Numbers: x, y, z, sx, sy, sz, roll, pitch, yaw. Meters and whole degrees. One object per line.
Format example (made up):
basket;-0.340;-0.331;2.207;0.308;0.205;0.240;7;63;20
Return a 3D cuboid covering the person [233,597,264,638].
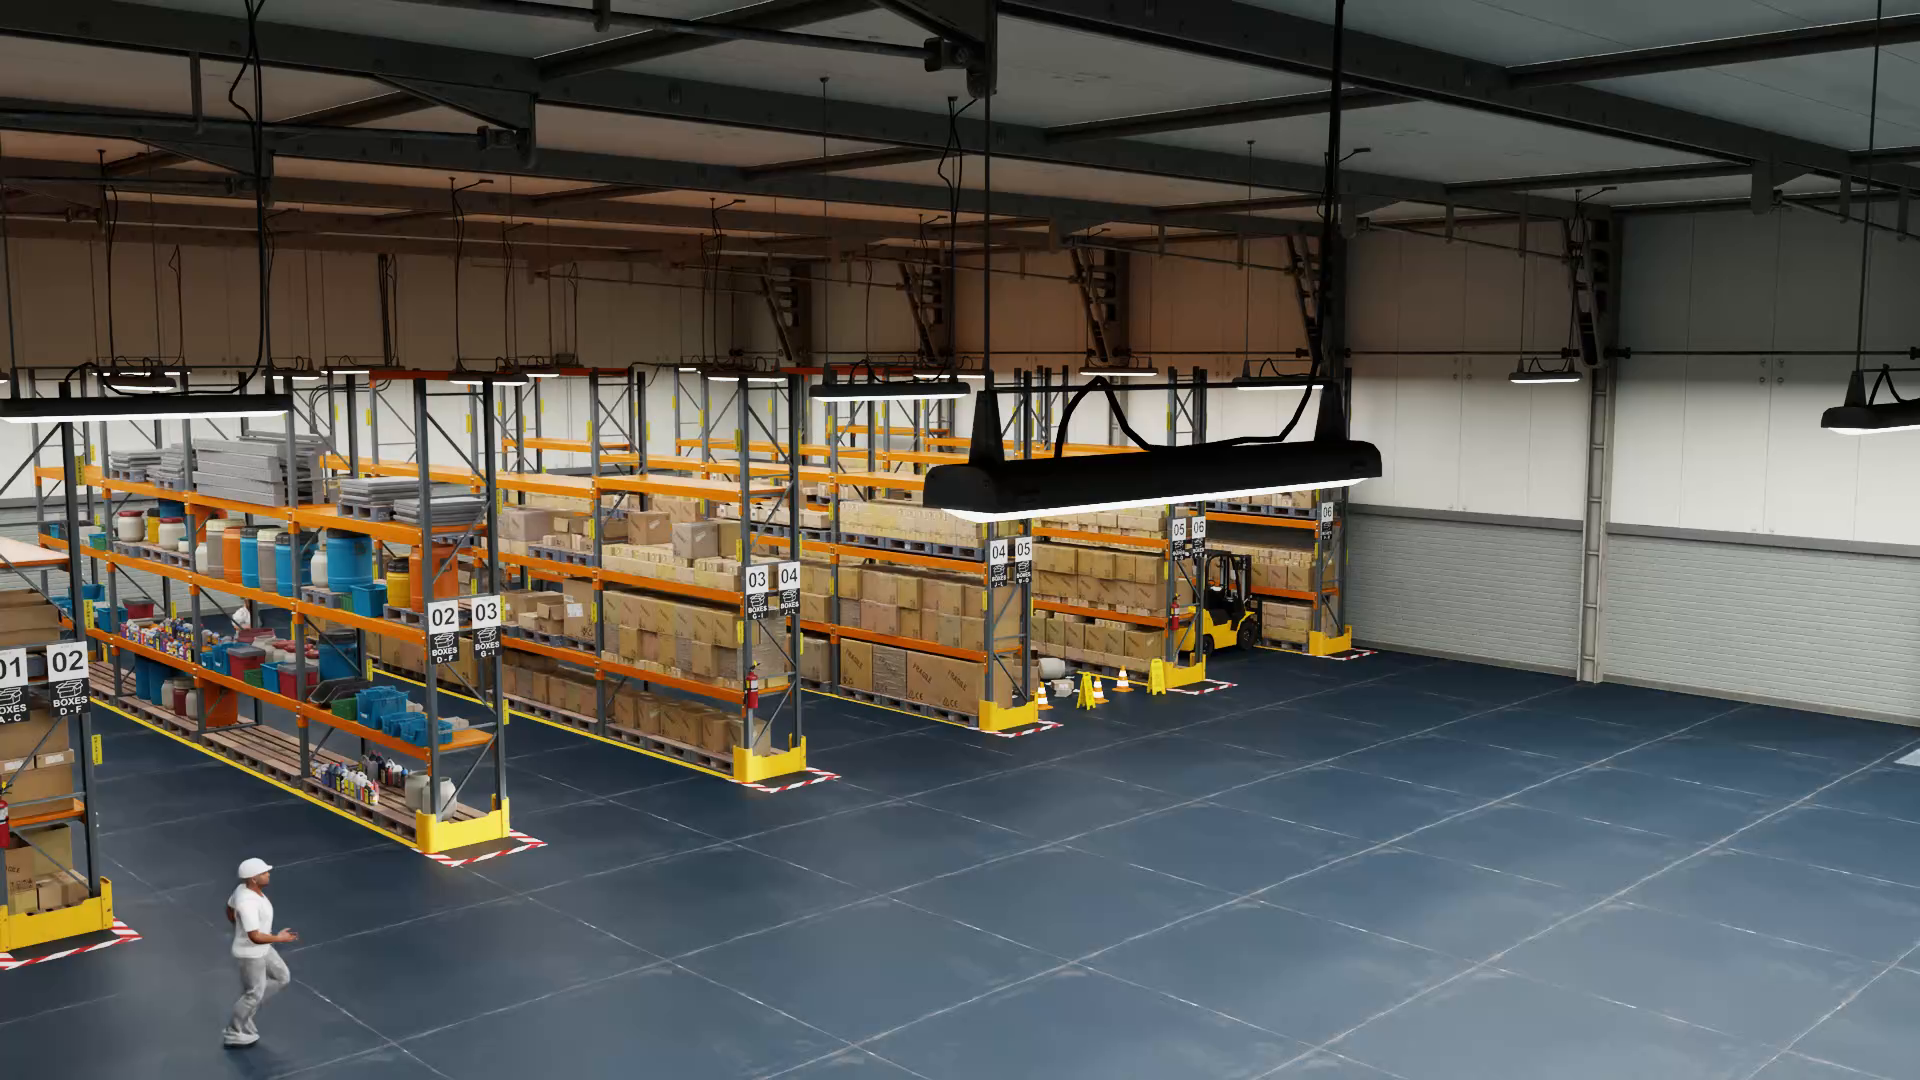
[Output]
person;-13.527;1.905;31.597;0.876;1.830;0.686;4;8;34

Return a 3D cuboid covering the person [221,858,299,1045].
person;-6.426;3.748;15.244;0.700;1.714;0.682;-2;7;-19

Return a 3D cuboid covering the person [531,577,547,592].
person;-10.327;0.889;40.877;0.797;1.715;0.562;0;6;-3
